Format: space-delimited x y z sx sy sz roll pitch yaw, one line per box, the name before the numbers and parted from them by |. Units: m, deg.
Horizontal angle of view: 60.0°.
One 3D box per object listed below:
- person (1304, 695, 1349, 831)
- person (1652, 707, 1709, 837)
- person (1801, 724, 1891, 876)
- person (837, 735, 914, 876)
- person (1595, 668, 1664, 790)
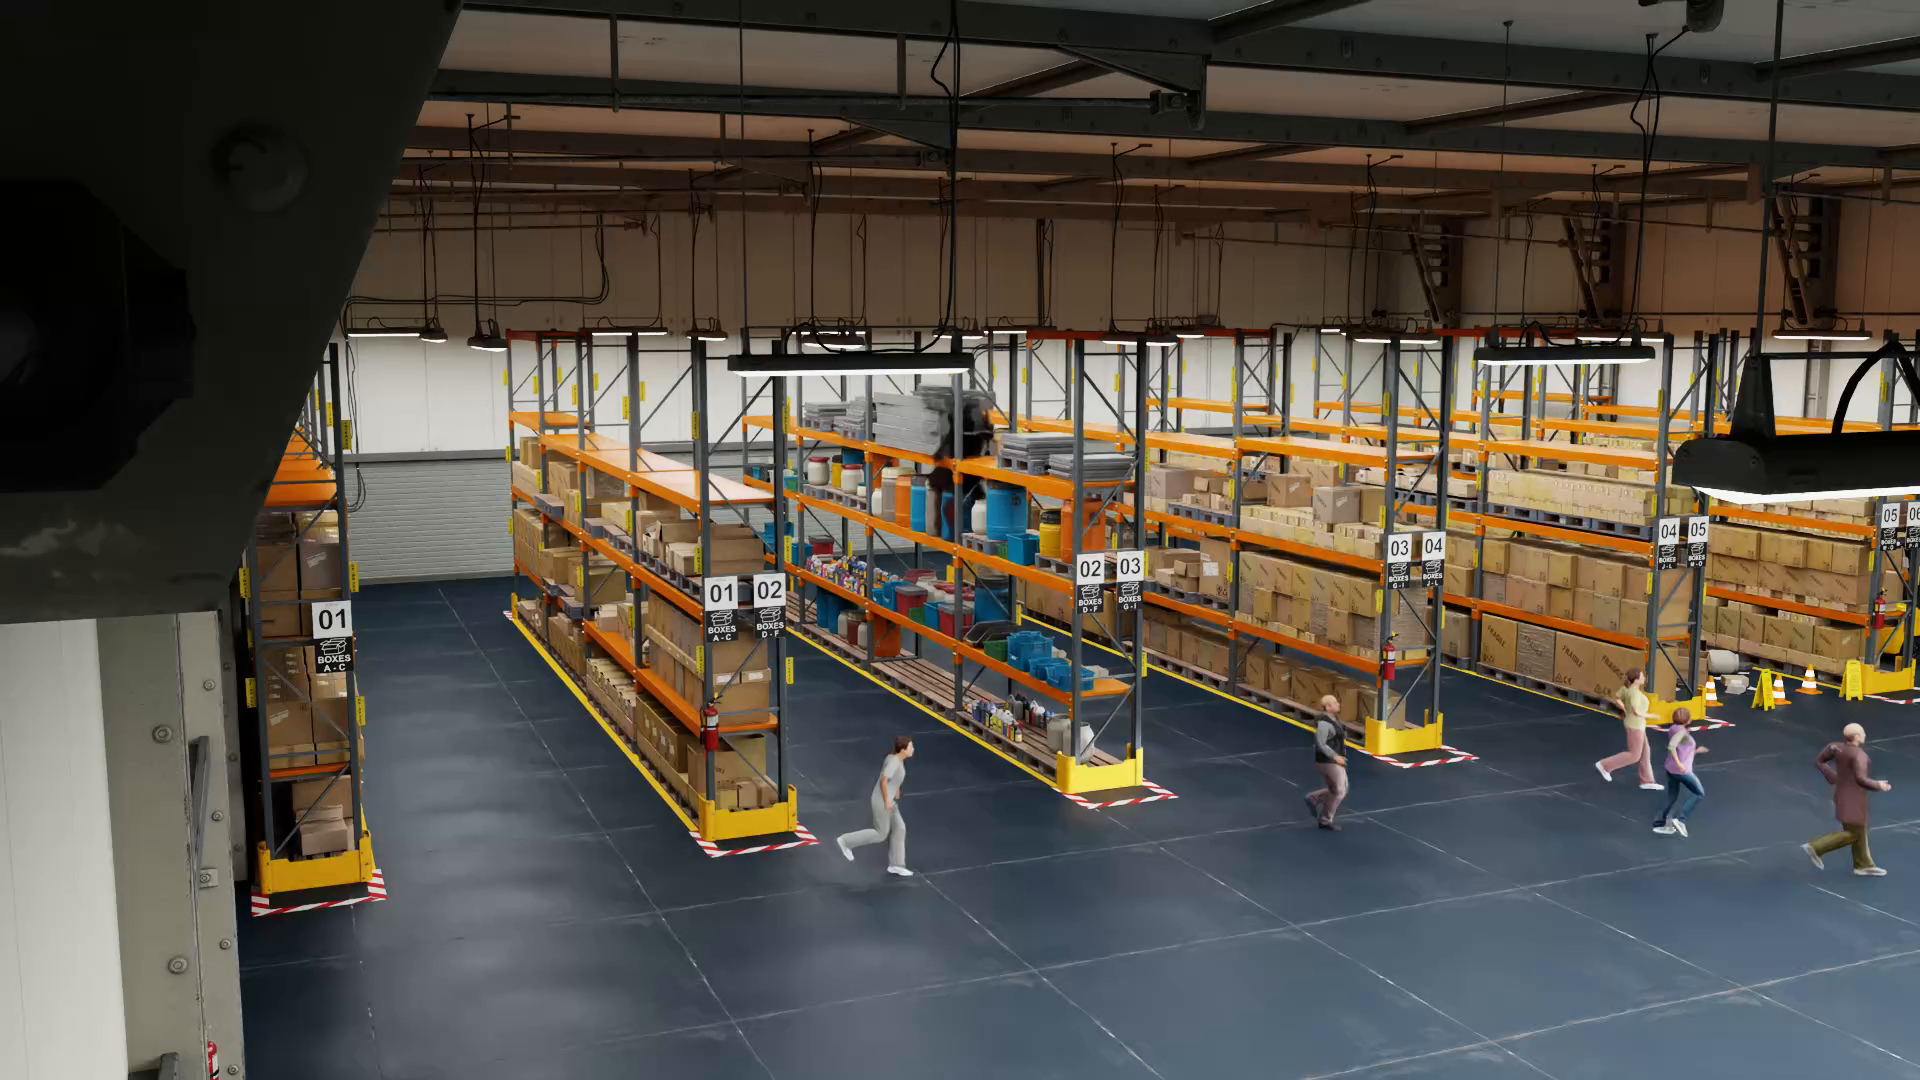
person | 4.521 2.730 20.490 0.540 1.690 0.663 2 8 17
person | 8.741 2.807 20.148 0.625 1.585 0.519 0 8 0
person | 9.970 2.927 18.674 1.018 1.767 0.709 0 8 0
person | -0.956 3.009 18.859 0.878 1.619 0.568 -1 8 -5
person | 8.940 2.521 22.131 0.899 1.627 0.588 1 8 9
